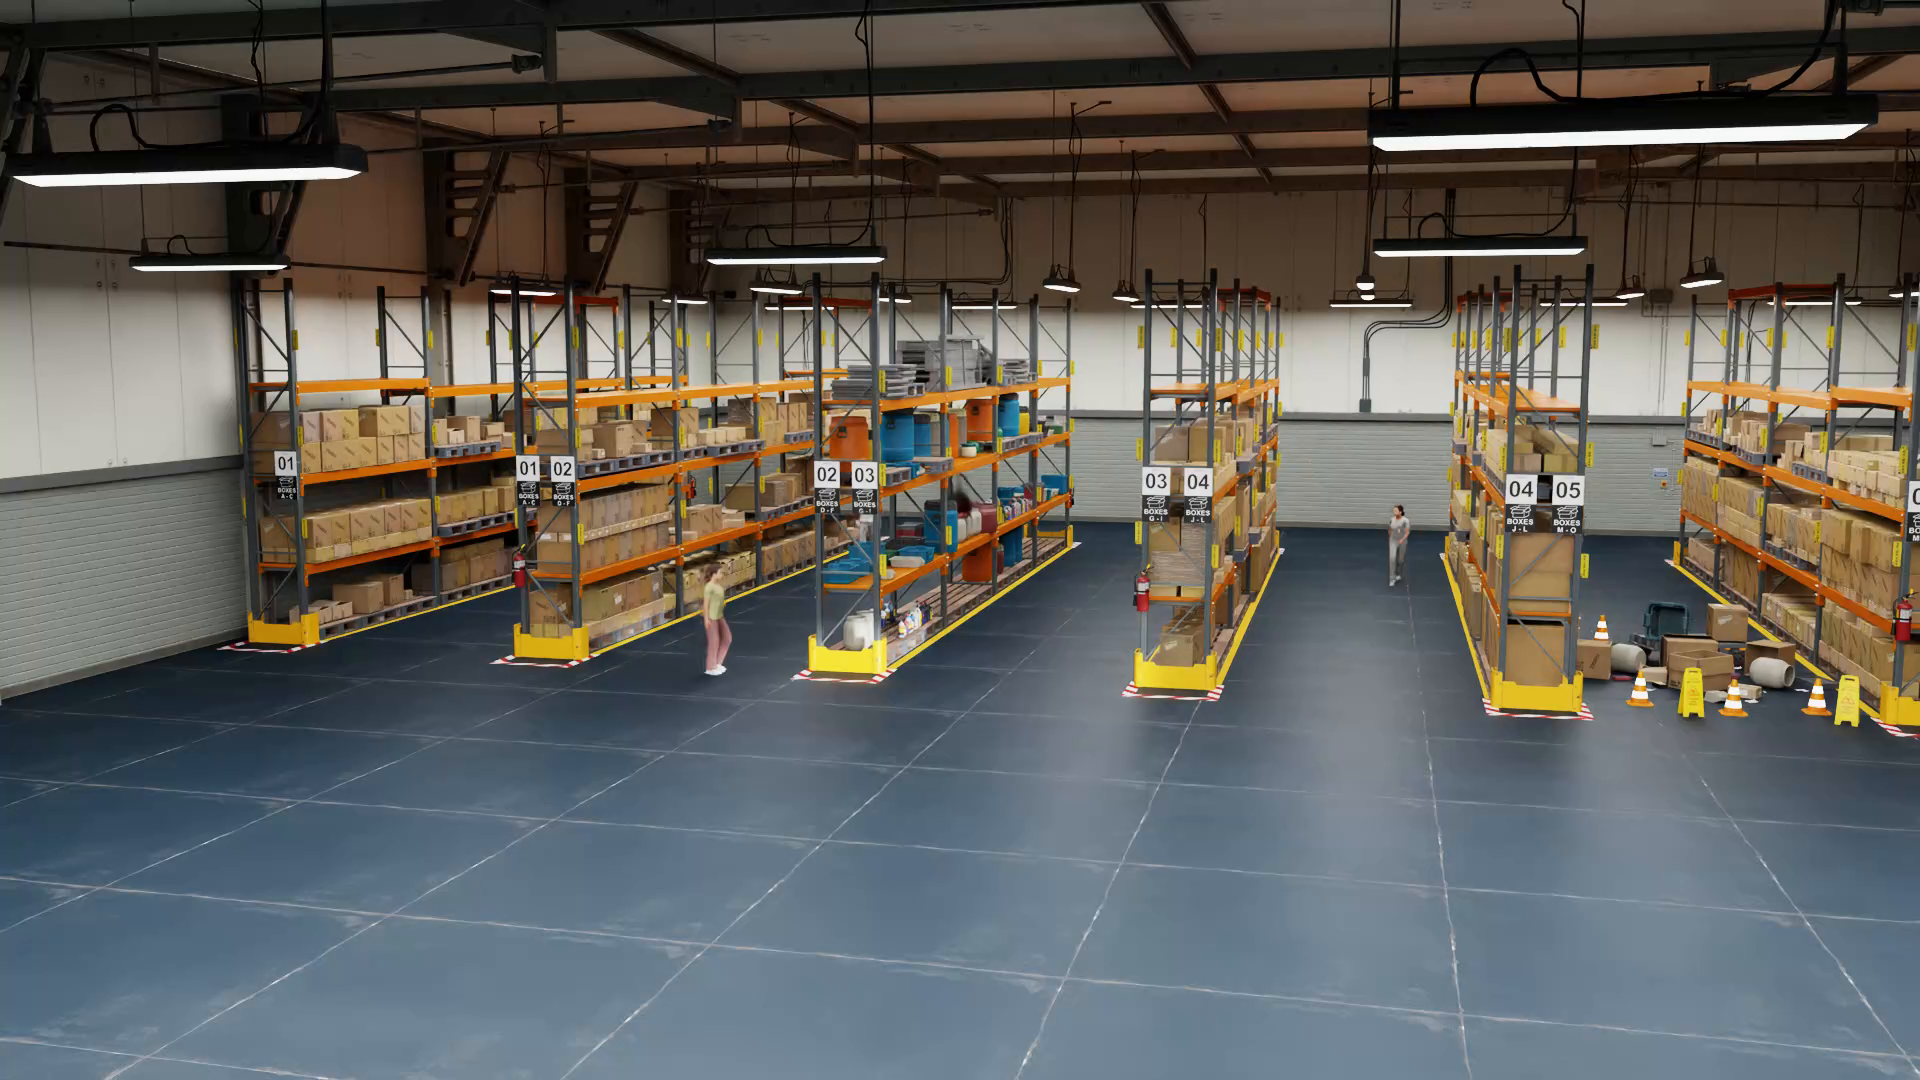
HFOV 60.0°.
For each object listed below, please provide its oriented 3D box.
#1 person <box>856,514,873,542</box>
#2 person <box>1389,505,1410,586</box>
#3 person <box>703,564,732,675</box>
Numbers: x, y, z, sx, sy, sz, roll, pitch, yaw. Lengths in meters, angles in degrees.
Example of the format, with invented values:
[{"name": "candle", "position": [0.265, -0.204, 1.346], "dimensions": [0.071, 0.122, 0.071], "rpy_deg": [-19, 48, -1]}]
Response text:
[{"name": "person", "position": [-2.105, -0.418, 37.853], "dimensions": [0.632, 1.729, 1.050], "rpy_deg": [1, 7, 12]}, {"name": "person", "position": [9.059, 0.100, 34.322], "dimensions": [0.432, 1.671, 0.932], "rpy_deg": [2, 7, 16]}, {"name": "person", "position": [-3.697, 1.193, 25.013], "dimensions": [0.381, 1.670, 0.578], "rpy_deg": [2, 7, 15]}]
